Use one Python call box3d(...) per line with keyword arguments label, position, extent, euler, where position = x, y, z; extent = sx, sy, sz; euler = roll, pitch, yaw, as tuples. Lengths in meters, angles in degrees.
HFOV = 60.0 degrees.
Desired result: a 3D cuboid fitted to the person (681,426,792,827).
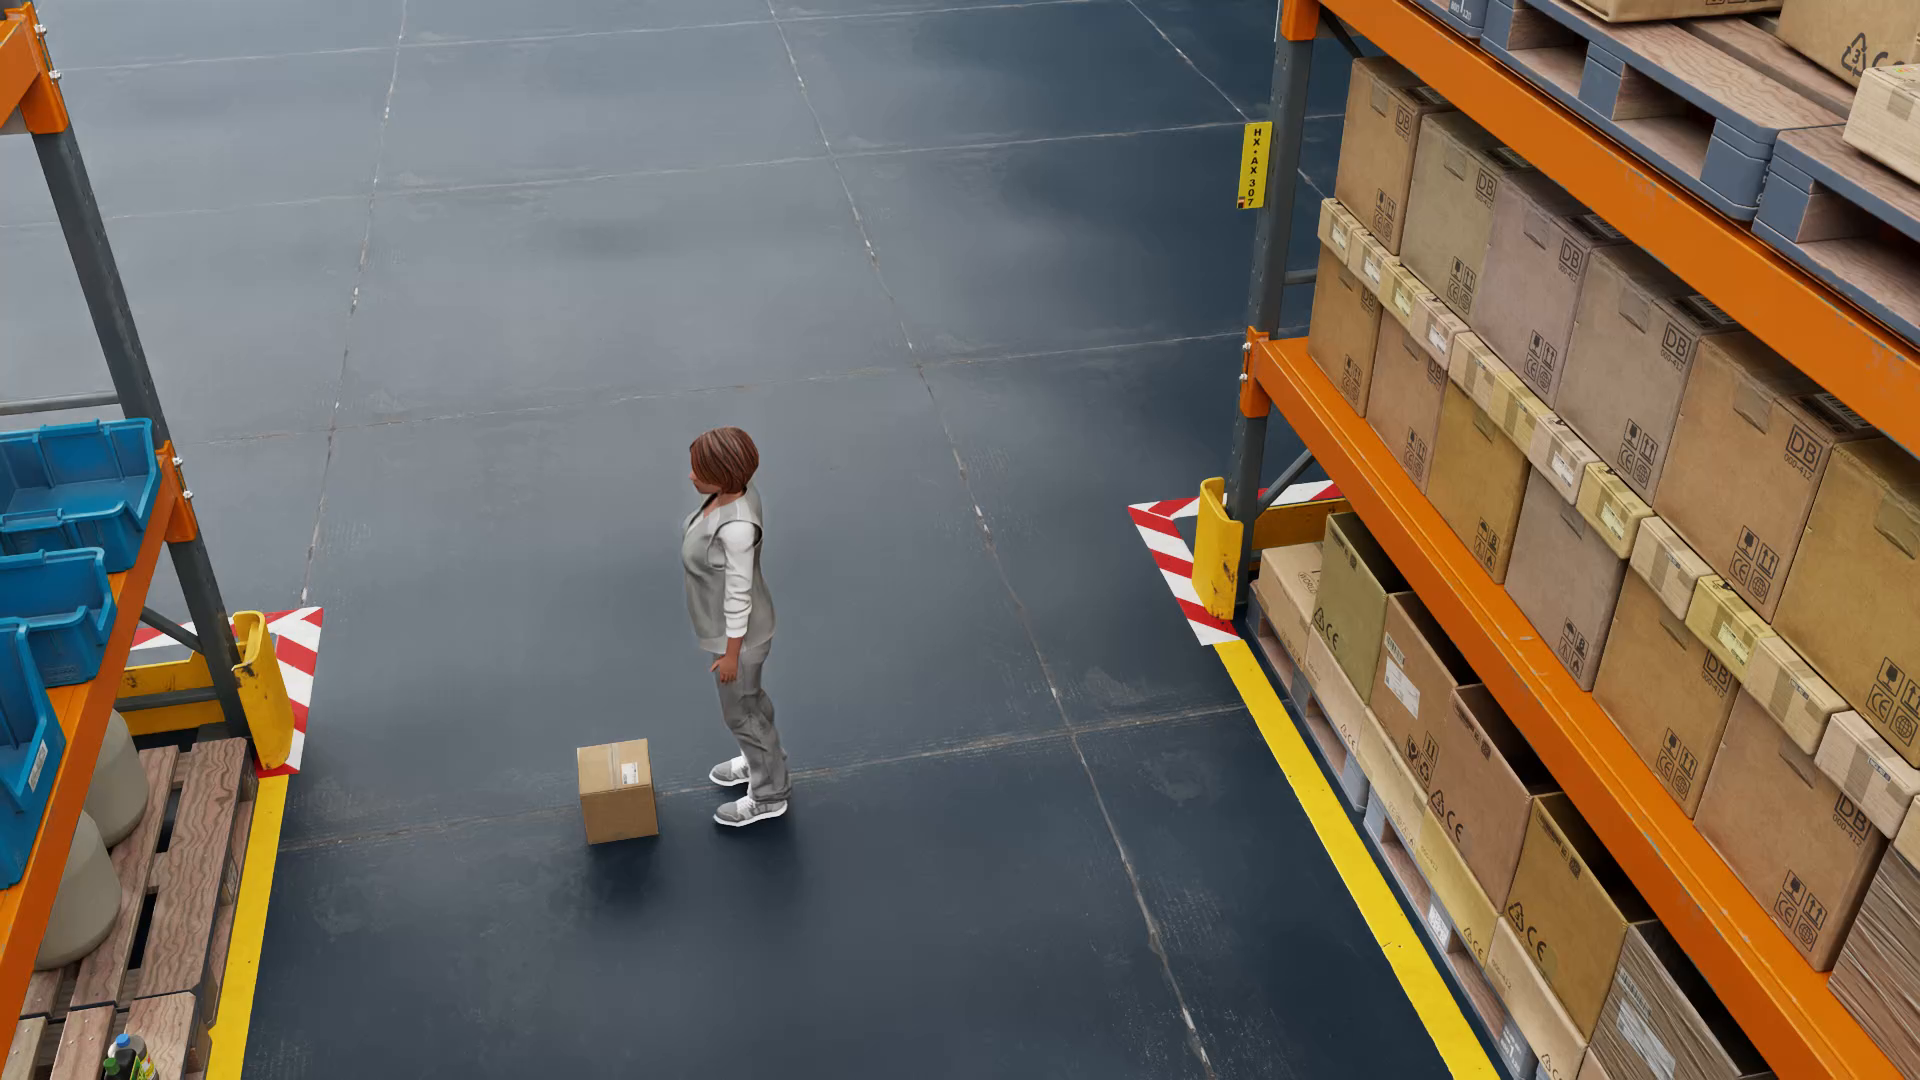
box3d(label="person", position=(-0.773, 0.313, 5.710), extent=(0.305, 1.591, 0.404), euler=(-7, 35, -9))
